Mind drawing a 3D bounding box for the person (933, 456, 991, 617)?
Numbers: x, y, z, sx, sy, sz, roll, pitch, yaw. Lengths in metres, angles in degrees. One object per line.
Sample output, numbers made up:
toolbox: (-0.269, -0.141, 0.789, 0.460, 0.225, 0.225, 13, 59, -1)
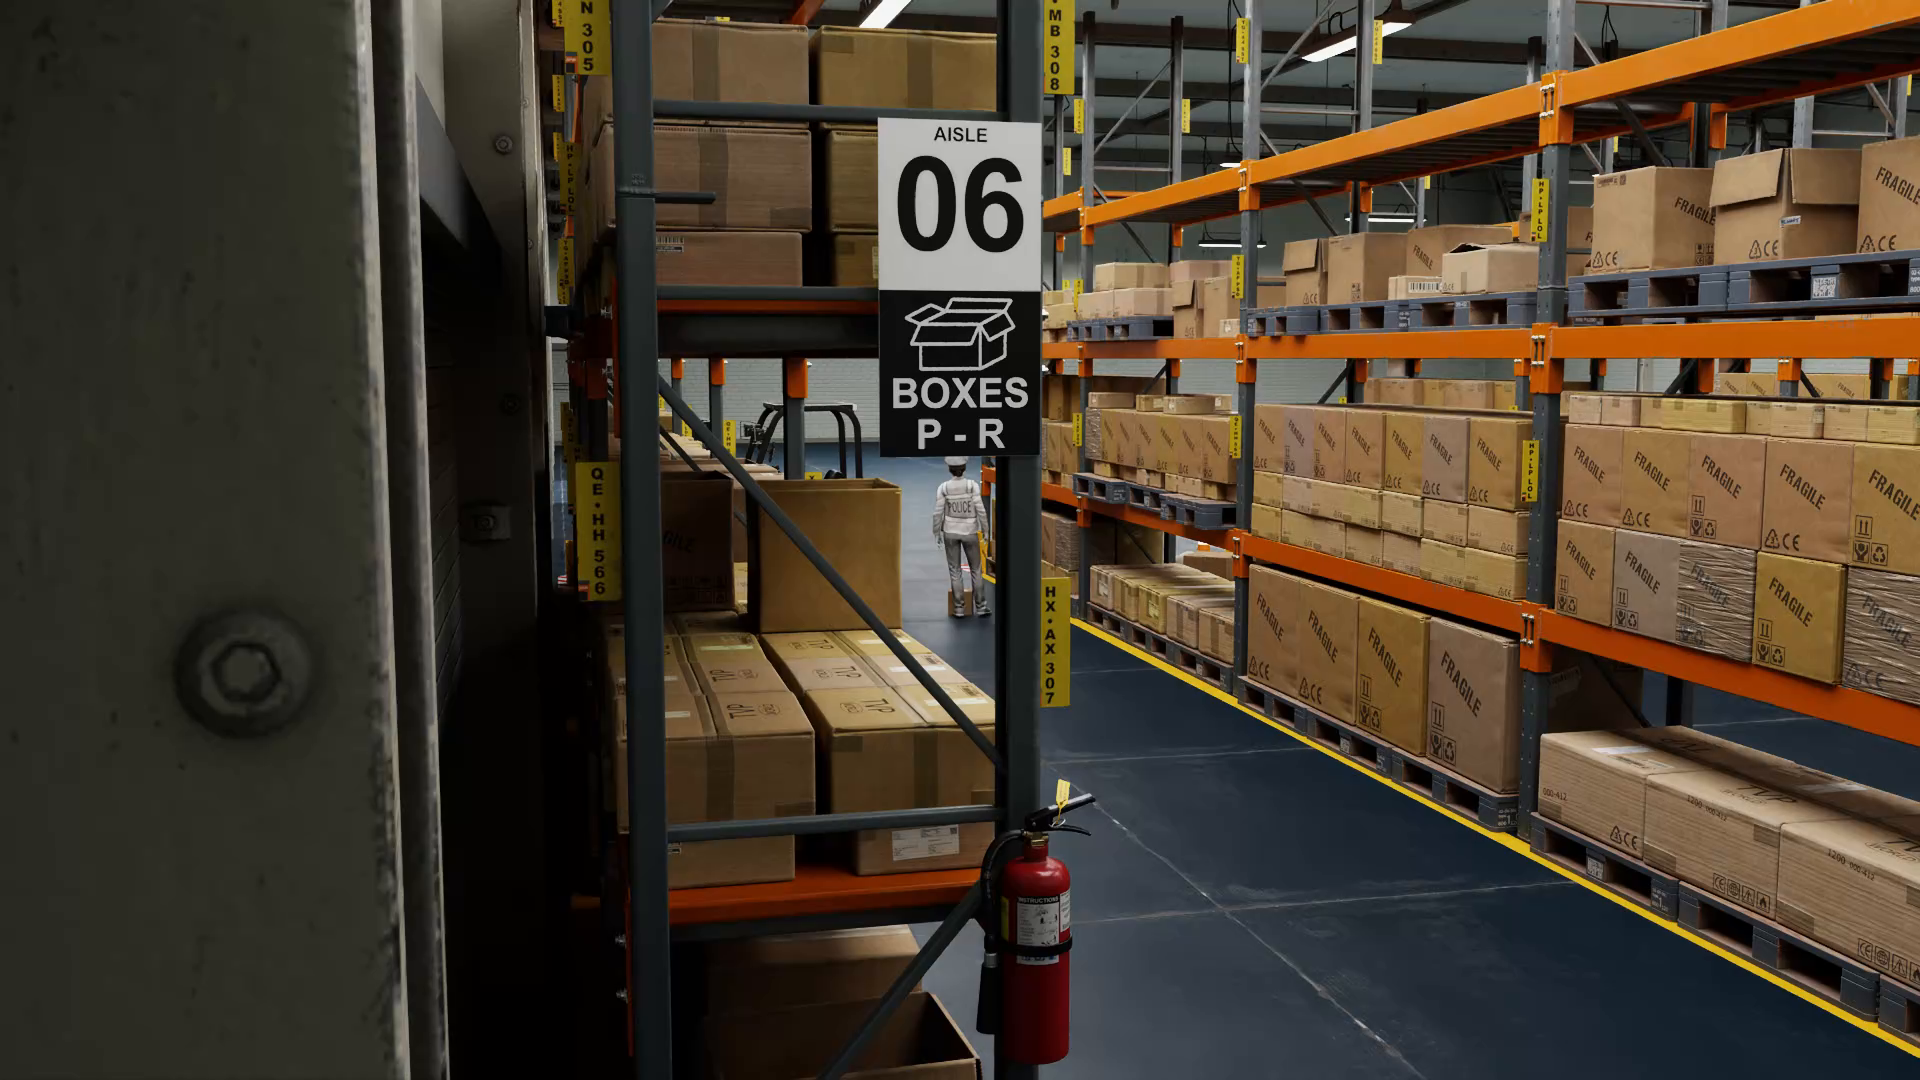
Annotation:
person: (0.017, -0.062, 17.010, 0.587, 1.694, 0.529, 1, 6, 5)
